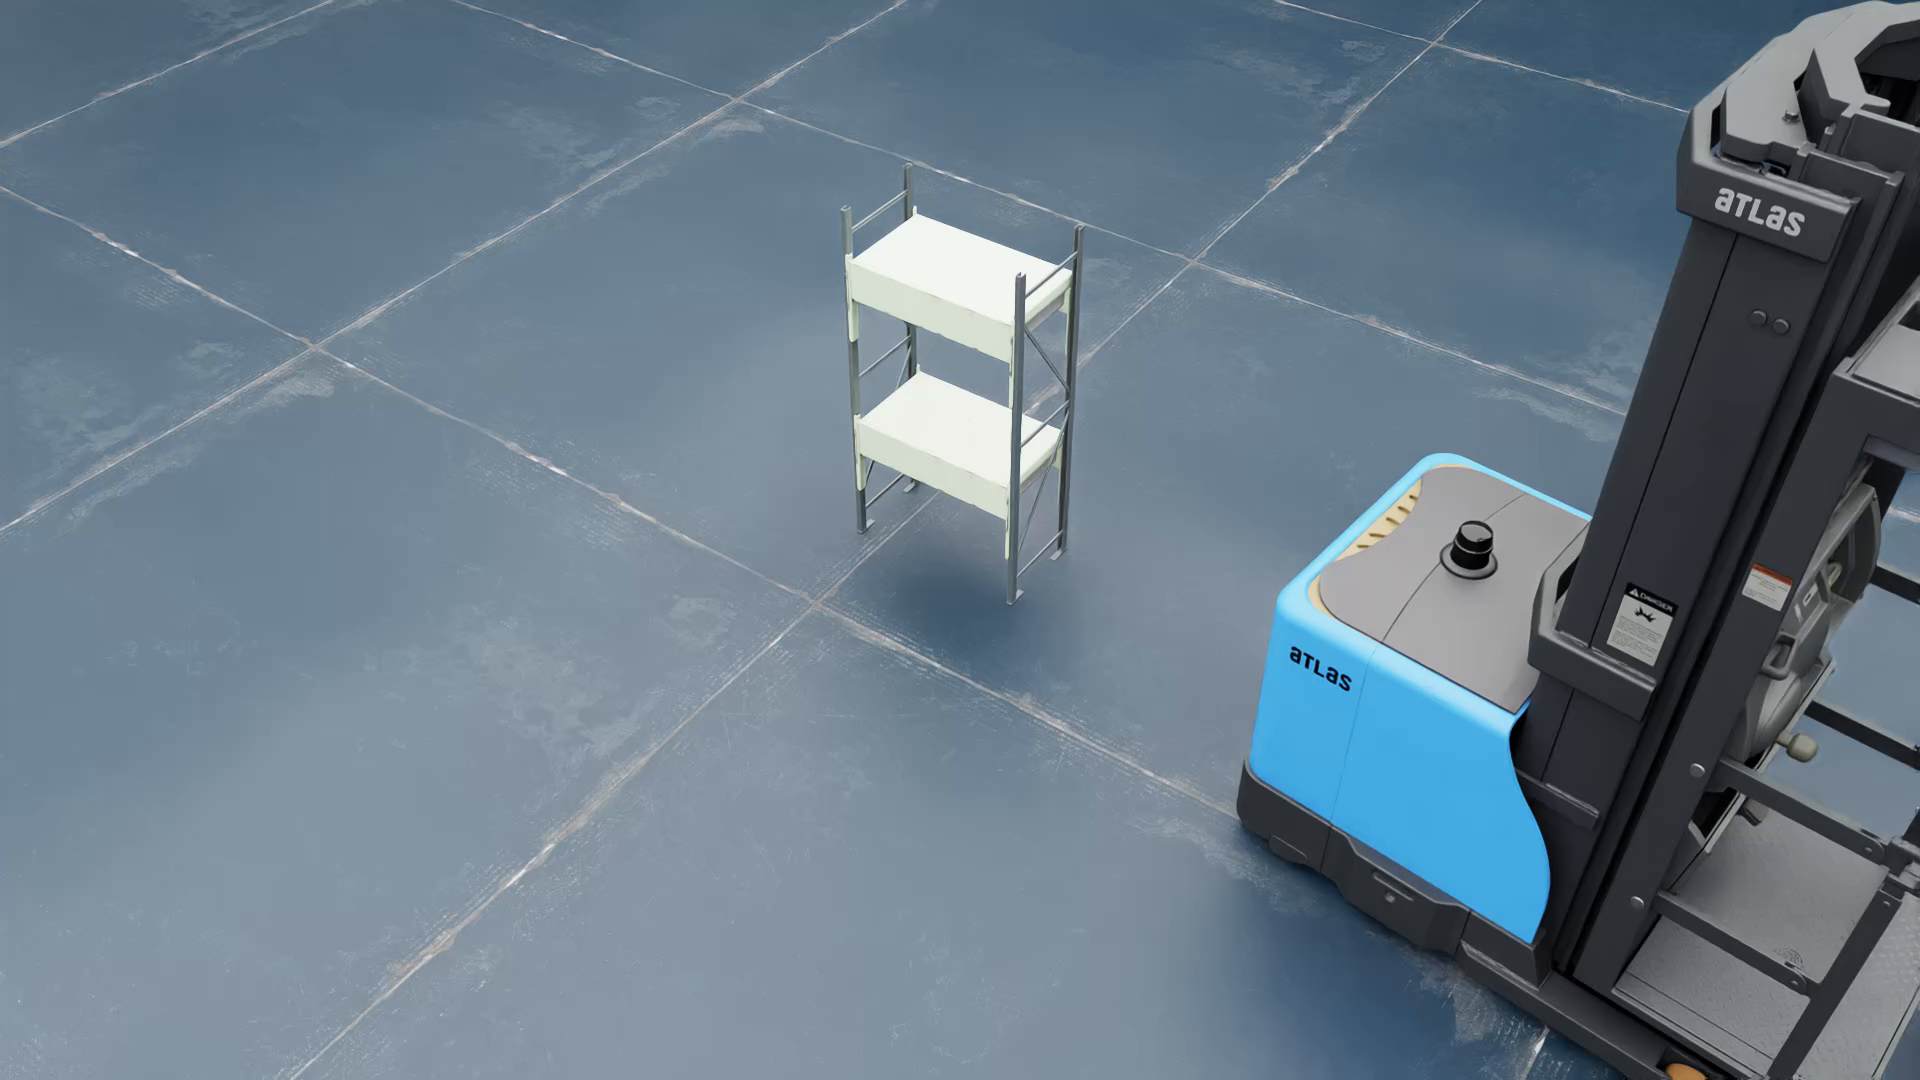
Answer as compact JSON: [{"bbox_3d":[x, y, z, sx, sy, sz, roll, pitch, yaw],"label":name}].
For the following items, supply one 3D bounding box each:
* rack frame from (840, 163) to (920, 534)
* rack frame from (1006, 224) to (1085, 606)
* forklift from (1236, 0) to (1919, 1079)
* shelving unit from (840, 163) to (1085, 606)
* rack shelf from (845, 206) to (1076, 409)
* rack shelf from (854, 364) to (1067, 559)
[{"bbox_3d":[-0.294,-0.697,6.404,0.023,1.500,0.400,25,48,25],"label":"rack frame"},{"bbox_3d":[0.305,-0.416,6.090,0.023,1.500,0.400,25,48,25],"label":"rack frame"},{"bbox_3d":[2.373,0.286,4.232,3.031,2.935,1.130,30,50,30],"label":"forklift"},{"bbox_3d":[0.005,-0.556,6.247,0.755,1.500,0.431,25,48,25],"label":"shelving unit"},{"bbox_3d":[0.005,-0.847,5.987,0.720,0.370,0.431,25,48,25],"label":"rack shelf"},{"bbox_3d":[0.005,-0.313,6.464,0.720,0.370,0.431,25,48,25],"label":"rack shelf"}]
